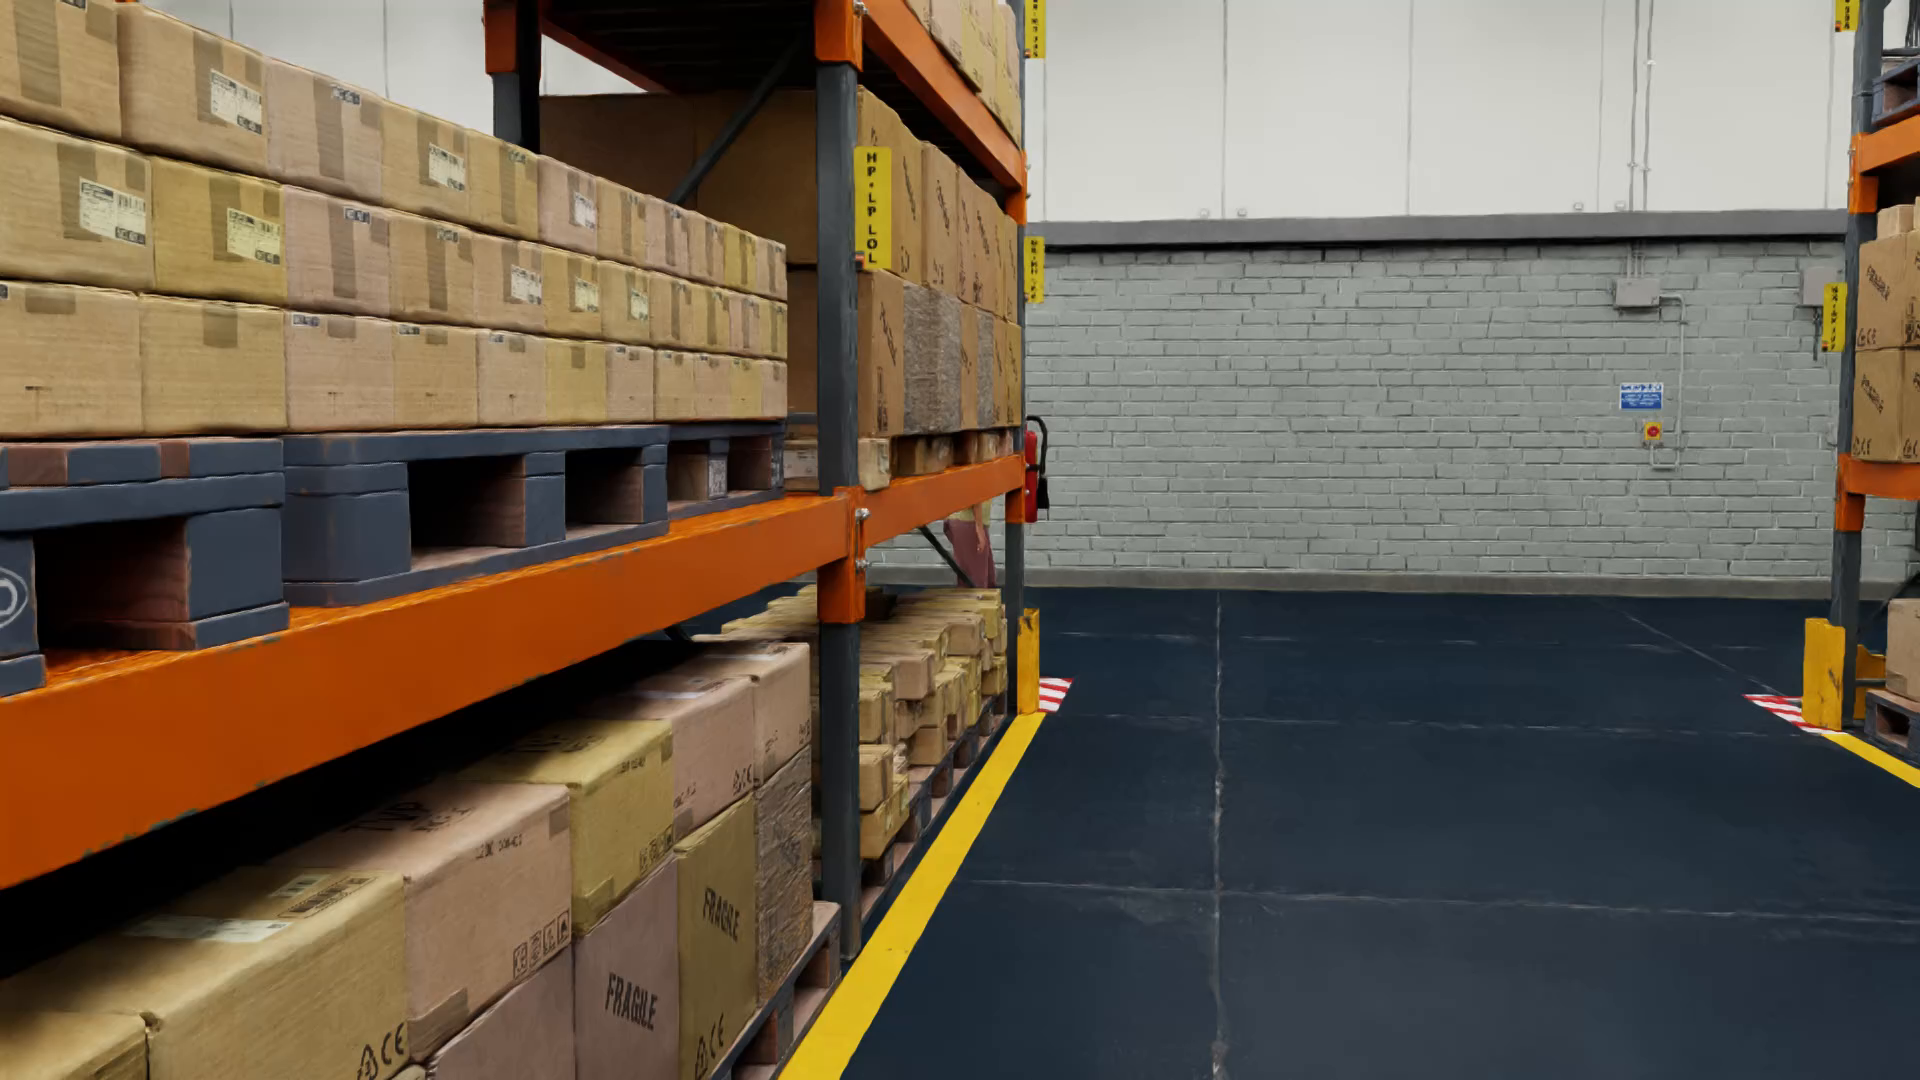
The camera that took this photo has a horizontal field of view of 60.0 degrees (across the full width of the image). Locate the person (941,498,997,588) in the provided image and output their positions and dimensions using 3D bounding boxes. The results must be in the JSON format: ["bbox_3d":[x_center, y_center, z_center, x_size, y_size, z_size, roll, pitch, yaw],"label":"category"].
[{"bbox_3d":[0.013,-0.071,9.648,0.503,1.660,0.535,-1,5,-17],"label":"person"}]
